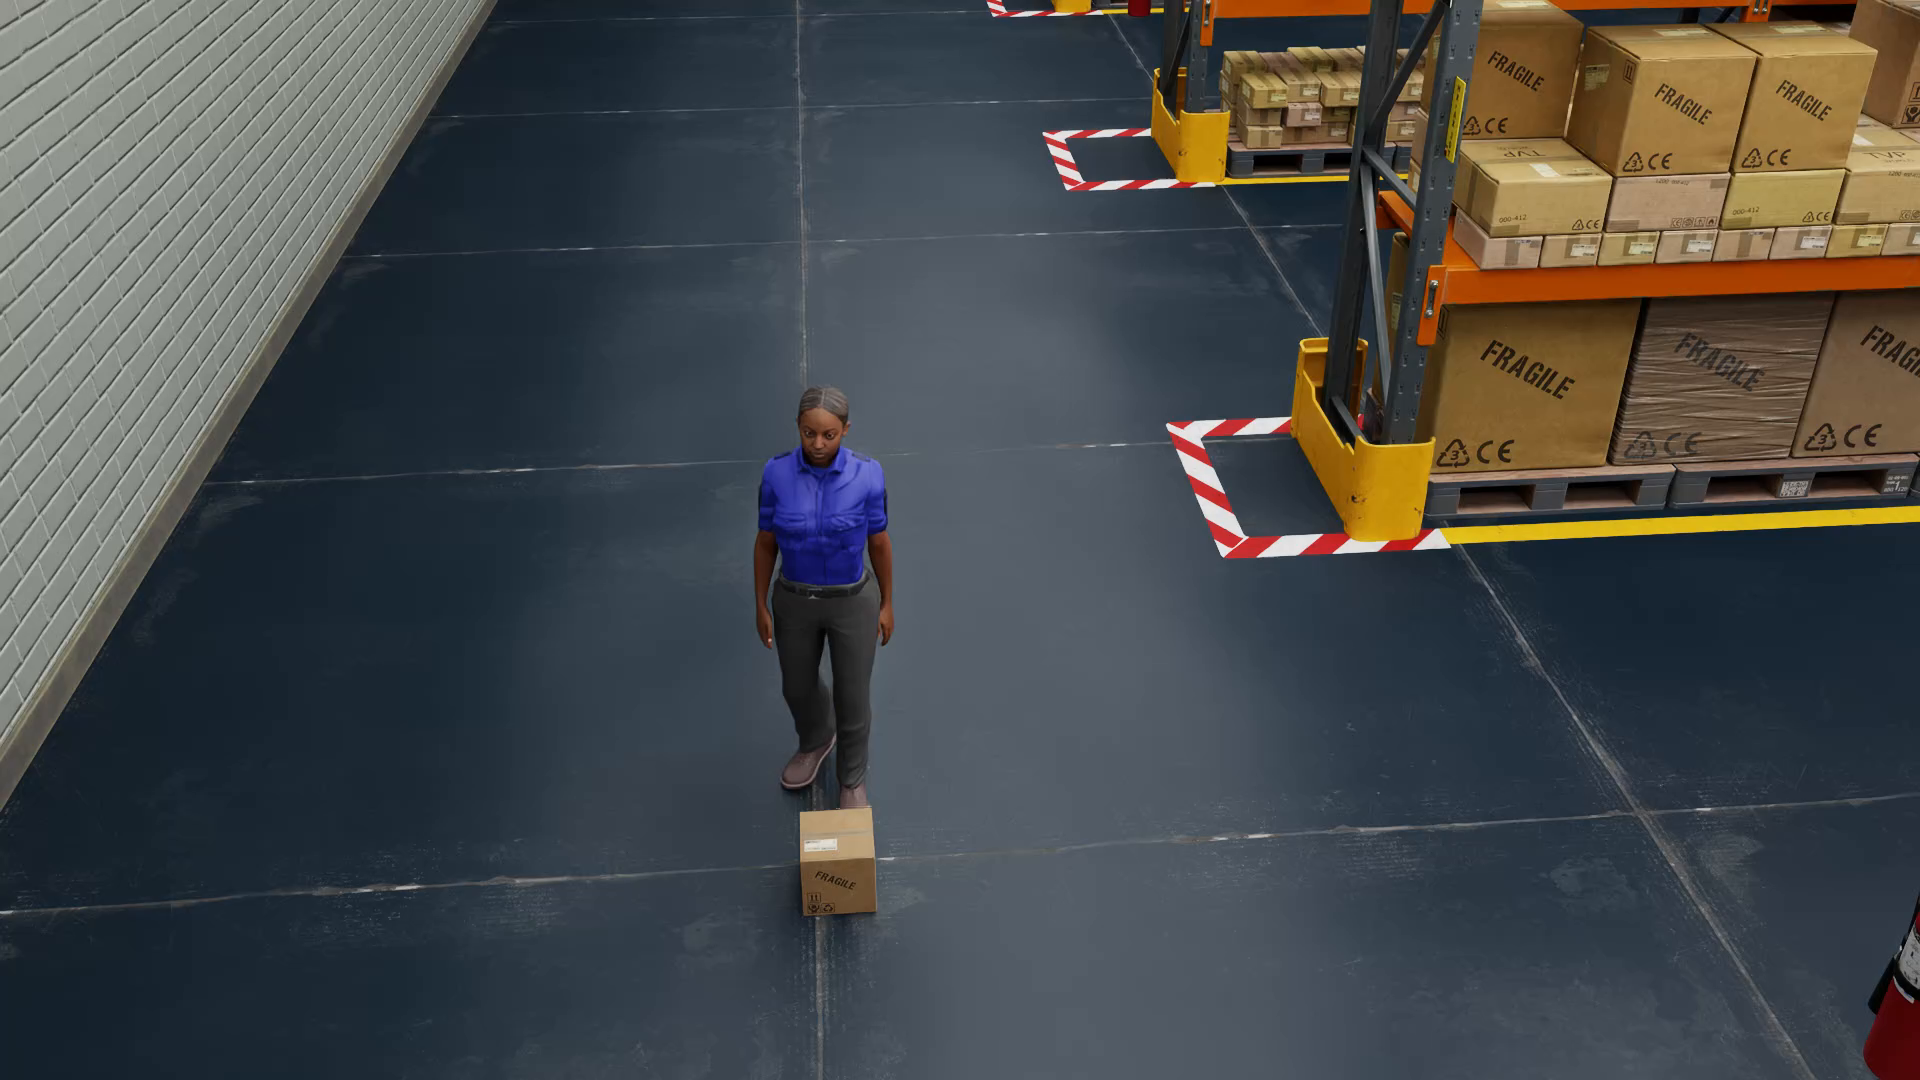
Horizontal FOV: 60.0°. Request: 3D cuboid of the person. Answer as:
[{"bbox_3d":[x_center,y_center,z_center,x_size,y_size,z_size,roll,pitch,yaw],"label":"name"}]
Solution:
[{"bbox_3d":[-0.467,0.227,5.766,0.474,1.653,0.490,2,31,3],"label":"person"}]
